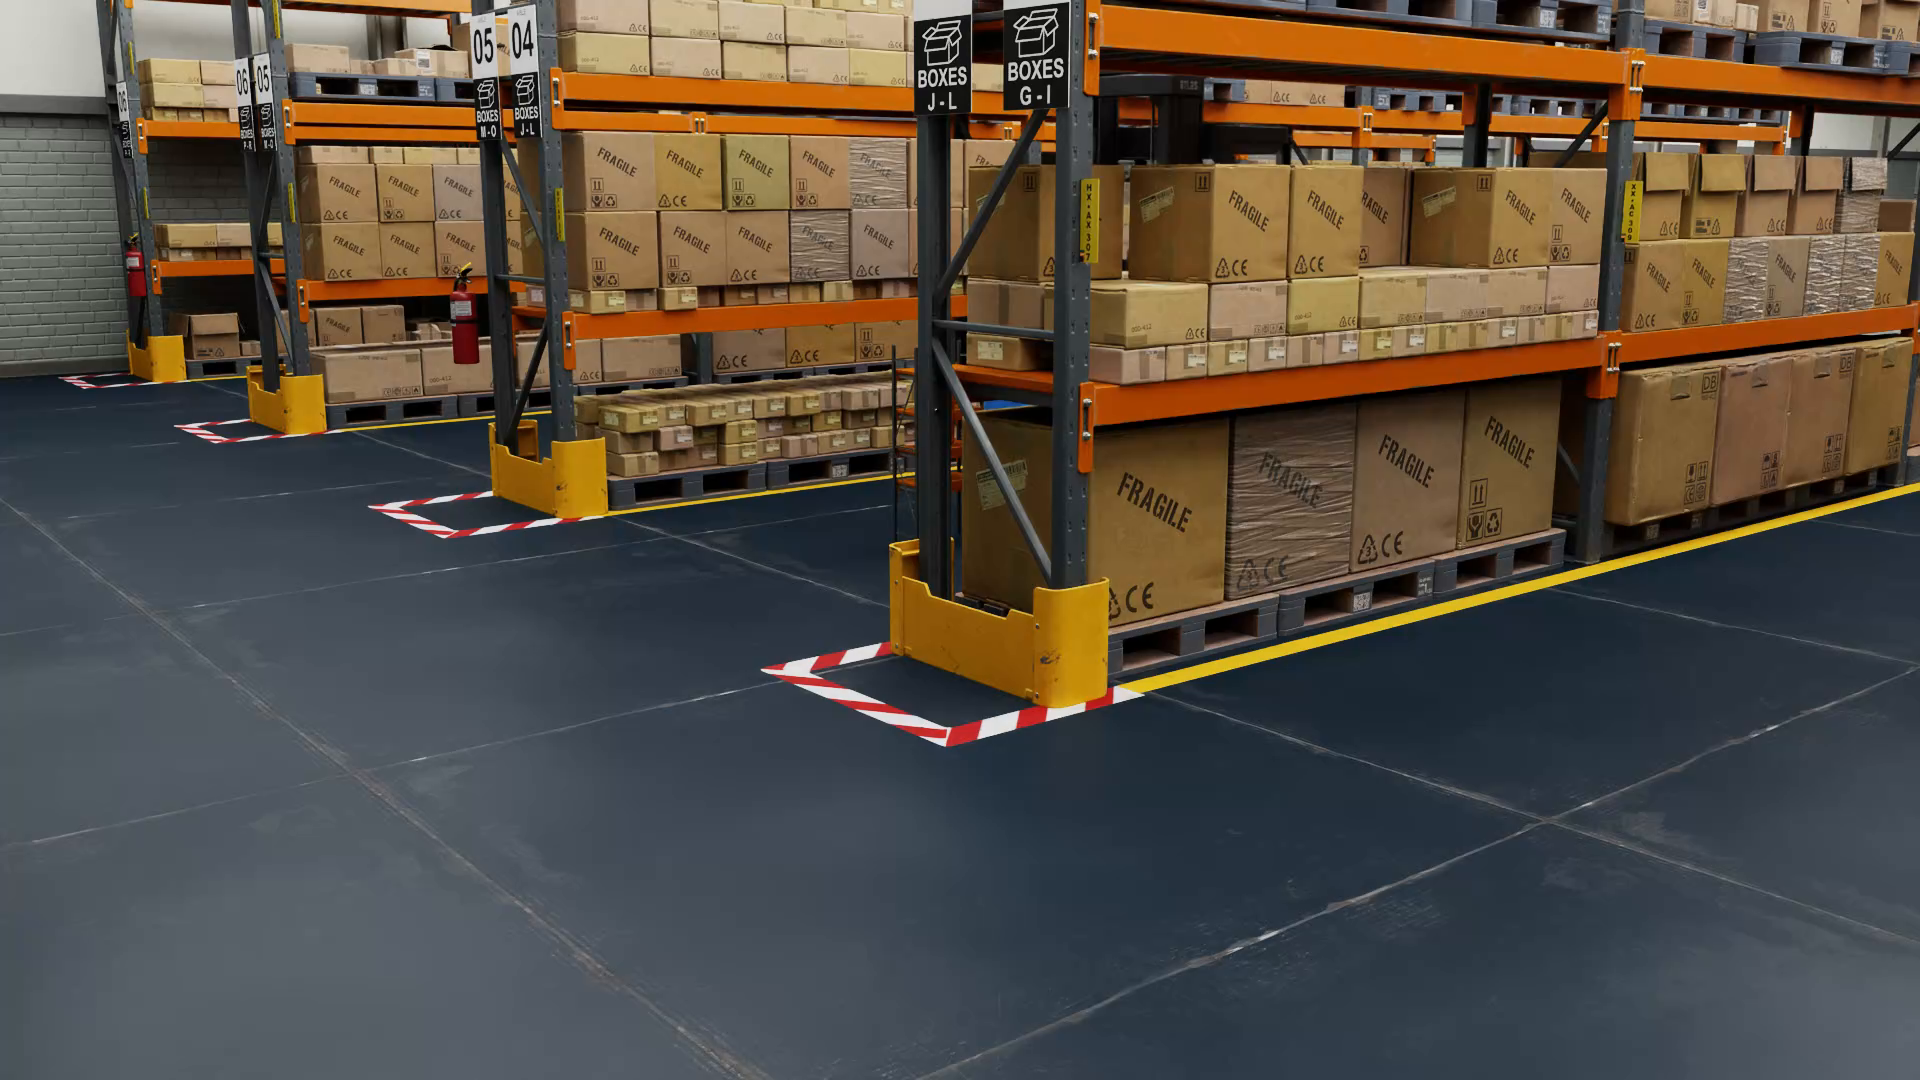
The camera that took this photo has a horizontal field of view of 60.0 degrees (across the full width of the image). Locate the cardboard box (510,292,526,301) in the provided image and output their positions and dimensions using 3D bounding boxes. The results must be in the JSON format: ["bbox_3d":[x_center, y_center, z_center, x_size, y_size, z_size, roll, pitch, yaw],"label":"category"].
[{"bbox_3d":[-5.556,-3.121,21.051,0.250,0.149,0.380,-9,15,-35],"label":"cardboard box"}]

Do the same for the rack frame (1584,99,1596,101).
[{"bbox_3d":[6.519,-6.196,17.644,0.127,3.000,1.000,-9,15,-38],"label":"rack frame"}]

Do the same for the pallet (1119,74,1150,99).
[{"bbox_3d":[0.821,-3.662,13.382,1.003,0.211,1.213,-9,15,-38],"label":"pallet"}]

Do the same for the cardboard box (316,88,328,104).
[{"bbox_3d":[-7.428,-5.056,19.141,0.500,0.250,0.500,-10,15,-39],"label":"cardboard box"}]

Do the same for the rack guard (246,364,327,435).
[{"bbox_3d":[-6.041,-1.268,14.898,0.348,0.500,1.175,-9,15,-38],"label":"rack guard"}]

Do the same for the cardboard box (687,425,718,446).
[{"bbox_3d":[-1.897,-0.760,11.621,0.250,0.149,0.380,-9,15,-37],"label":"cardboard box"}]

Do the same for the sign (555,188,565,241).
[{"bbox_3d":[-2.512,-2.040,10.430,0.005,0.325,0.100,-9,15,-38],"label":"sign"}]

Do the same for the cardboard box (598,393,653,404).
[{"bbox_3d":[-2.364,-0.939,11.751,0.250,0.149,0.380,-9,15,-37],"label":"cardboard box"}]

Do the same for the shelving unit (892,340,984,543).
[{"bbox_3d":[-0.129,-0.565,9.903,0.503,1.200,0.258,-9,15,-38],"label":"shelving unit"}]

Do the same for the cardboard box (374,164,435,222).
[{"bbox_3d":[-5.070,-3.116,14.936,0.500,0.500,0.500,-10,16,-39],"label":"cardboard box"}]

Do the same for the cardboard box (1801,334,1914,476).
[{"bbox_3d":[5.864,-1.005,11.744,0.875,0.875,1.225,-10,16,-40],"label":"cardboard box"}]

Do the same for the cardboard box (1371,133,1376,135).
[{"bbox_3d":[5.561,-5.694,23.108,0.250,0.149,0.380,-10,15,-38],"label":"cardboard box"}]

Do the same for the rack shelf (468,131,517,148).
[{"bbox_3d":[-4.441,-5.193,21.872,4.000,0.370,1.077,-9,15,-38],"label":"rack shelf"}]

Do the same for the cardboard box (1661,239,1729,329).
[{"bbox_3d":[4.199,-1.539,9.916,0.500,0.500,0.500,-9,15,-38],"label":"cardboard box"}]

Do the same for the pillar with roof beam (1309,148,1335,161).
[{"bbox_3d":[9.635,-8.446,28.238,0.400,9.000,9.100,-9,15,-38],"label":"pillar with roof beam"}]

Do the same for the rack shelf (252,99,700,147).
[{"bbox_3d":[-4.461,-3.869,15.639,4.000,0.370,1.077,-9,15,-38],"label":"rack shelf"}]

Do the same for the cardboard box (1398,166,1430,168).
[{"bbox_3d":[4.147,-3.403,16.285,0.500,0.500,0.700,-10,15,-38],"label":"cardboard box"}]

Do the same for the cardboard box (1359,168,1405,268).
[{"bbox_3d":[1.966,-1.693,8.721,0.500,0.500,0.500,-10,16,-39],"label":"cardboard box"}]

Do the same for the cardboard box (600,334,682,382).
[{"bbox_3d":[-3.456,-1.901,17.018,0.875,0.438,0.875,-10,15,-38],"label":"cardboard box"}]

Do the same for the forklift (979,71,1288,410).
[{"bbox_3d":[1.505,-1.763,11.376,1.130,2.935,3.031,12,17,44],"label":"forklift"}]

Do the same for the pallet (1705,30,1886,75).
[{"bbox_3d":[5.074,-3.062,10.561,1.213,0.211,1.003,-9,15,-35],"label":"pallet"}]

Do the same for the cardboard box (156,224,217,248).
[{"bbox_3d":[-8.603,-3.386,18.498,0.500,0.250,0.500,-9,15,-37],"label":"cardboard box"}]

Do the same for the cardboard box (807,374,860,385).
[{"bbox_3d":[-0.984,-1.190,12.932,0.250,0.149,0.380,-9,15,-36],"label":"cardboard box"}]

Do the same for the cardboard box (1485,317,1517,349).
[{"bbox_3d":[2.656,-1.090,8.646,0.250,0.149,0.380,-9,15,-37],"label":"cardboard box"}]

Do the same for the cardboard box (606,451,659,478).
[{"bbox_3d":[-2.242,-0.531,11.262,0.250,0.149,0.380,-9,15,-37],"label":"cardboard box"}]

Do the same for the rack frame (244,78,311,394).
[{"bbox_3d":[-6.022,-2.494,14.653,0.127,3.000,1.000,-9,15,-38],"label":"rack frame"}]

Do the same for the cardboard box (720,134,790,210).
[{"bbox_3d":[-1.524,-2.534,11.474,0.500,0.500,0.500,-10,15,-39],"label":"cardboard box"}]

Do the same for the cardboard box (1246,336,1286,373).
[{"bbox_3d":[1.254,-0.857,7.549,0.250,0.149,0.380,-10,15,-39],"label":"cardboard box"}]

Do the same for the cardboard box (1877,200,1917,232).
[{"bbox_3d":[6.812,-2.256,12.279,0.500,0.500,0.500,11,16,43],"label":"cardboard box"}]

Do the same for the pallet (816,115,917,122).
[{"bbox_3d":[-1.116,-4.669,18.130,1.213,0.211,1.003,-9,15,-35],"label":"pallet"}]

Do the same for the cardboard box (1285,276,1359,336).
[{"bbox_3d":[1.508,-1.111,7.782,0.500,0.250,0.500,-10,16,-40],"label":"cardboard box"}]

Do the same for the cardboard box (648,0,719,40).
[{"bbox_3d":[-1.939,-3.426,10.976,0.500,0.250,0.500,-10,15,-38],"label":"cardboard box"}]

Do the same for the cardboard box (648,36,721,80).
[{"bbox_3d":[-1.927,-3.183,11.036,0.500,0.250,0.500,-9,15,-36],"label":"cardboard box"}]

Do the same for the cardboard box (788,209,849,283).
[{"bbox_3d":[-1.141,-2.115,11.908,0.500,0.500,0.500,-10,16,-39],"label":"cardboard box"}]

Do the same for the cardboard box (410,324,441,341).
[{"bbox_3d":[-6.533,-2.520,20.344,0.258,0.266,0.396,-9,15,-36],"label":"cardboard box"}]

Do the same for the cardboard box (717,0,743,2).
[{"bbox_3d":[-1.663,-3.679,11.207,0.250,0.149,0.380,-9,15,-36],"label":"cardboard box"}]

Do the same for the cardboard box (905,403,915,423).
[{"bbox_3d":[-0.434,-0.996,12.734,0.250,0.149,0.380,-9,15,-37],"label":"cardboard box"}]

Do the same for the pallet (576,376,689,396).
[{"bbox_3d":[-3.542,-1.563,16.982,1.213,0.211,1.003,-9,15,-38],"label":"pallet"}]

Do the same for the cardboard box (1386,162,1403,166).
[{"bbox_3d":[5.809,-5.088,23.503,0.500,0.500,0.700,-9,15,-37],"label":"cardboard box"}]

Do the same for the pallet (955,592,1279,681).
[{"bbox_3d":[0.744,0.361,7.922,1.213,0.211,1.003,-9,15,-38],"label":"pallet"}]

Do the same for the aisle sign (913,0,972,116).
[{"bbox_3d":[-0.075,-2.198,6.999,0.004,0.787,0.394,-9,15,-38],"label":"aisle sign"}]

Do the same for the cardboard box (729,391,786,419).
[{"bbox_3d":[-1.448,-0.966,11.879,0.250,0.149,0.380,-9,15,-35],"label":"cardboard box"}]

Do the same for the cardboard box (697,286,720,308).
[{"bbox_3d":[-1.860,-1.692,11.481,0.250,0.149,0.380,-9,15,-35],"label":"cardboard box"}]

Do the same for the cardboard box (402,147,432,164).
[{"bbox_3d":[-4.943,-3.448,14.937,0.250,0.149,0.380,-10,16,-39],"label":"cardboard box"}]

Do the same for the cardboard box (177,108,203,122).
[{"bbox_3d":[-8.544,-4.685,18.354,0.250,0.149,0.380,-9,15,-37],"label":"cardboard box"}]

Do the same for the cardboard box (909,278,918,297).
[{"bbox_3d":[-0.428,-1.927,12.588,0.250,0.149,0.380,-10,16,-39],"label":"cardboard box"}]

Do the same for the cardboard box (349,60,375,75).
[{"bbox_3d":[-5.450,-4.233,14.975,0.250,0.149,0.380,-11,16,-42],"label":"cardboard box"}]

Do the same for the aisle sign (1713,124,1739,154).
[{"bbox_3d":[9.511,-5.110,20.714,0.004,0.787,0.394,-9,15,-38],"label":"aisle sign"}]

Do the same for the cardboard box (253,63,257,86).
[{"bbox_3d":[-7.830,-5.230,18.757,0.500,0.250,0.500,-10,15,-39],"label":"cardboard box"}]

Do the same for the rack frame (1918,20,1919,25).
[{"bbox_3d":[6.415,-4.859,11.349,0.127,3.000,1.000,-9,15,-38],"label":"rack frame"}]

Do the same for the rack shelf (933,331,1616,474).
[{"bbox_3d":[1.730,-0.794,8.381,4.000,0.370,1.077,-9,15,-38],"label":"rack shelf"}]

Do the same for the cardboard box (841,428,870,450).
[{"bbox_3d":[-0.875,-0.771,12.390,0.250,0.149,0.380,-9,15,-37],"label":"cardboard box"}]

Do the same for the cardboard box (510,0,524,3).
[{"bbox_3d":[-2.775,-3.629,10.972,0.250,0.149,0.380,-10,15,-38],"label":"cardboard box"}]

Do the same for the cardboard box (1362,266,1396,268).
[{"bbox_3d":[1.969,-1.328,8.805,0.500,0.250,0.500,-9,15,-36],"label":"cardboard box"}]

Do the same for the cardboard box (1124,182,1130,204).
[{"bbox_3d":[1.929,-4.155,20.508,0.500,0.500,0.500,-10,16,-40],"label":"cardboard box"}]

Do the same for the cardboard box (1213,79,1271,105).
[{"bbox_3d":[2.333,-4.012,14.340,0.500,0.500,0.500,-9,15,-38],"label":"cardboard box"}]

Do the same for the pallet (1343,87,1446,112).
[{"bbox_3d":[3.865,-4.210,15.965,1.003,0.211,1.213,-9,15,-35],"label":"pallet"}]

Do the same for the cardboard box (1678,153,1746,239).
[{"bbox_3d":[4.329,-2.117,10.221,0.637,0.503,0.797,-9,15,-37],"label":"cardboard box"}]
